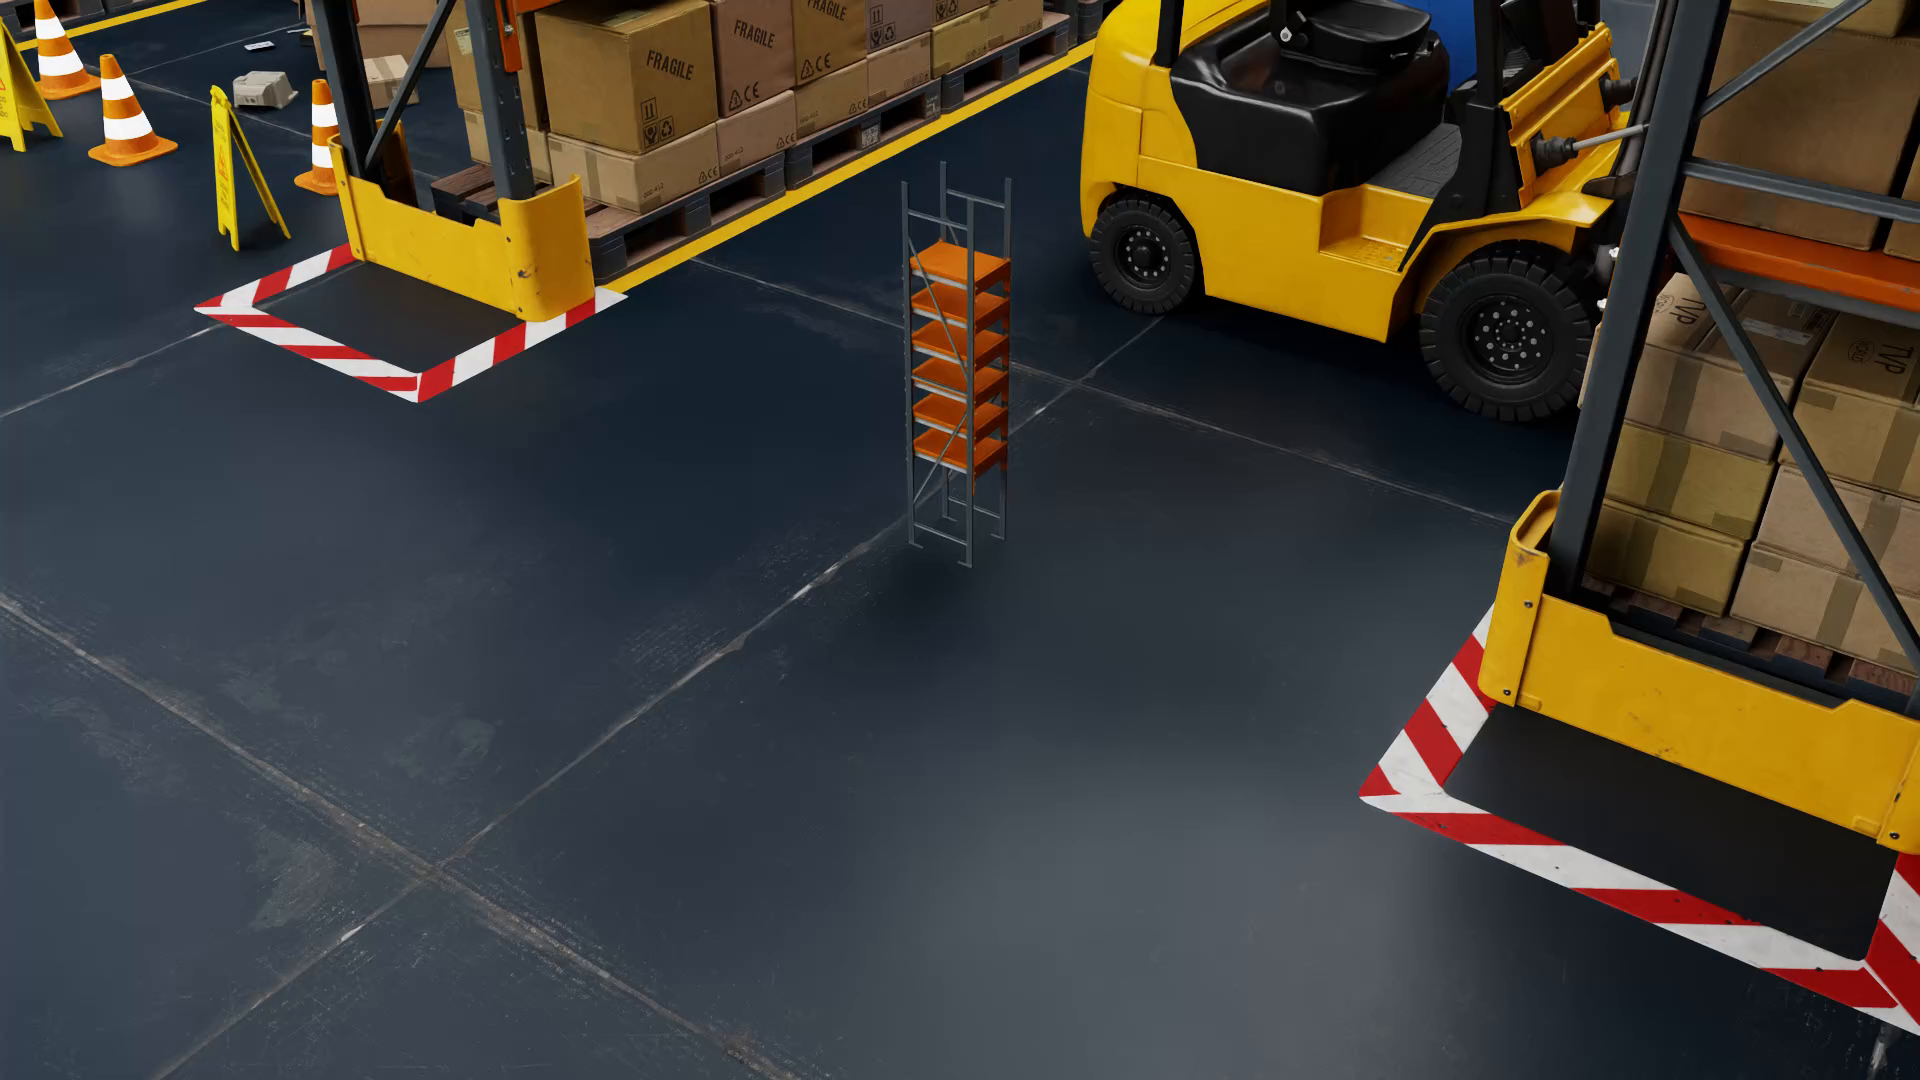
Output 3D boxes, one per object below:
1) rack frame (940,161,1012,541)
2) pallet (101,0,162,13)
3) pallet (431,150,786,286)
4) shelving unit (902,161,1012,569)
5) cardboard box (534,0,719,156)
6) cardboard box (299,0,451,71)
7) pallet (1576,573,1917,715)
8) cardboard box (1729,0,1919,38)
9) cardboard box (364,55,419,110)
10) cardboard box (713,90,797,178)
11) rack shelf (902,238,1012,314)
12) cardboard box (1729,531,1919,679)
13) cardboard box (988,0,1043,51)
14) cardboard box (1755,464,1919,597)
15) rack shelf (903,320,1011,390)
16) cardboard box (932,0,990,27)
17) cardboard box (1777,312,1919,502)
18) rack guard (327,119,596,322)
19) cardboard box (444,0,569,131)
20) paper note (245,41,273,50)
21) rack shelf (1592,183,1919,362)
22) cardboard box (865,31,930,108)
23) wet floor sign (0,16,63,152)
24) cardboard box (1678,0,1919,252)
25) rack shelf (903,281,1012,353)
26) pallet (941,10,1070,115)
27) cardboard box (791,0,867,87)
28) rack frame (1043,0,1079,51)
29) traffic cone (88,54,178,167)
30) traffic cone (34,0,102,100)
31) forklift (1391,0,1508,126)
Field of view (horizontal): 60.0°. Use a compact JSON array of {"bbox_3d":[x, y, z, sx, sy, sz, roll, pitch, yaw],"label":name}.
[{"bbox_3d":[0.044,-0.532,4.966,0.240,1.200,0.006,21,39,28],"label":"rack frame"},{"bbox_3d":[-5.103,-3.642,10.447,1.003,0.211,1.213,21,39,28],"label":"pallet"},{"bbox_3d":[-1.531,-1.553,7.358,1.003,0.211,1.213,21,39,28],"label":"pallet"},{"bbox_3d":[-0.008,-0.490,4.904,0.258,1.200,0.189,21,39,28],"label":"shelving unit"},{"bbox_3d":[-1.367,-1.950,6.867,0.500,0.500,0.500,20,39,27],"label":"cardboard box"},{"bbox_3d":[-3.145,-2.894,9.080,0.797,0.503,0.637,-3,34,-4],"label":"cardboard box"},{"bbox_3d":[2.415,0.063,4.969,1.003,0.211,1.213,21,39,28],"label":"pallet"},{"bbox_3d":[1.981,-1.286,3.806,0.380,0.149,0.250,22,40,29],"label":"cardboard box"},{"bbox_3d":[-2.979,-2.378,8.633,0.250,0.149,0.380,-15,37,-21],"label":"cardboard box"},{"bbox_3d":[-1.082,-1.861,7.404,0.500,0.250,0.500,23,40,30],"label":"cardboard box"},{"bbox_3d":[-0.008,-0.752,4.727,0.258,0.103,0.180,21,39,28],"label":"rack shelf"},{"bbox_3d":[2.454,0.075,4.542,0.500,0.250,0.500,21,40,28],"label":"cardboard box"},{"bbox_3d":[0.098,-2.829,8.835,0.500,0.250,0.500,23,40,30],"label":"cardboard box"},{"bbox_3d":[2.452,-0.119,4.382,0.500,0.250,0.500,22,40,29],"label":"cardboard box"},{"bbox_3d":[-0.008,-0.553,4.862,0.258,0.103,0.180,21,39,28],"label":"rack shelf"},{"bbox_3d":[-0.191,-2.904,8.277,0.500,0.500,0.500,22,40,29],"label":"cardboard box"},{"bbox_3d":[2.443,-0.337,4.257,0.500,0.250,0.500,21,39,28],"label":"cardboard box"},{"bbox_3d":[-2.023,-1.310,6.741,1.175,0.500,0.348,21,39,28],"label":"rack guard"},{"bbox_3d":[-1.824,-2.108,7.100,0.500,0.500,0.500,22,40,28],"label":"cardboard box"},{"bbox_3d":[-3.926,-2.775,9.327,0.142,0.017,0.144,-22,40,-29],"label":"paper note"},{"bbox_3d":[3.153,-1.349,5.210,1.077,0.370,4.000,21,39,28],"label":"rack shelf"},{"bbox_3d":[-0.491,-2.348,8.124,0.500,0.250,0.500,22,40,29],"label":"cardboard box"},{"bbox_3d":[-4.581,-2.224,7.963,0.267,0.644,0.232,14,37,20],"label":"wet floor sign"},{"bbox_3d":[2.078,-1.079,4.078,0.500,0.500,0.500,20,39,27],"label":"cardboard box"},{"bbox_3d":[-0.008,-0.652,4.794,0.258,0.103,0.180,21,39,28],"label":"rack shelf"},{"bbox_3d":[-0.140,-2.676,9.019,1.003,0.211,1.213,21,39,28],"label":"pallet"},{"bbox_3d":[-0.779,-2.421,7.562,0.500,0.500,0.500,22,40,29],"label":"cardboard box"},{"bbox_3d":[0.214,-4.152,8.711,1.000,3.000,0.127,21,39,28],"label":"rack frame"},{"bbox_3d":[-3.987,-2.068,7.895,0.336,0.463,0.334,21,39,28],"label":"traffic cone"},{"bbox_3d":[-4.722,-2.585,8.660,0.336,0.463,0.334,21,39,28],"label":"traffic cone"},{"bbox_3d":[2.530,-3.860,8.341,1.130,2.935,3.031,9,35,13],"label":"forklift"}]
